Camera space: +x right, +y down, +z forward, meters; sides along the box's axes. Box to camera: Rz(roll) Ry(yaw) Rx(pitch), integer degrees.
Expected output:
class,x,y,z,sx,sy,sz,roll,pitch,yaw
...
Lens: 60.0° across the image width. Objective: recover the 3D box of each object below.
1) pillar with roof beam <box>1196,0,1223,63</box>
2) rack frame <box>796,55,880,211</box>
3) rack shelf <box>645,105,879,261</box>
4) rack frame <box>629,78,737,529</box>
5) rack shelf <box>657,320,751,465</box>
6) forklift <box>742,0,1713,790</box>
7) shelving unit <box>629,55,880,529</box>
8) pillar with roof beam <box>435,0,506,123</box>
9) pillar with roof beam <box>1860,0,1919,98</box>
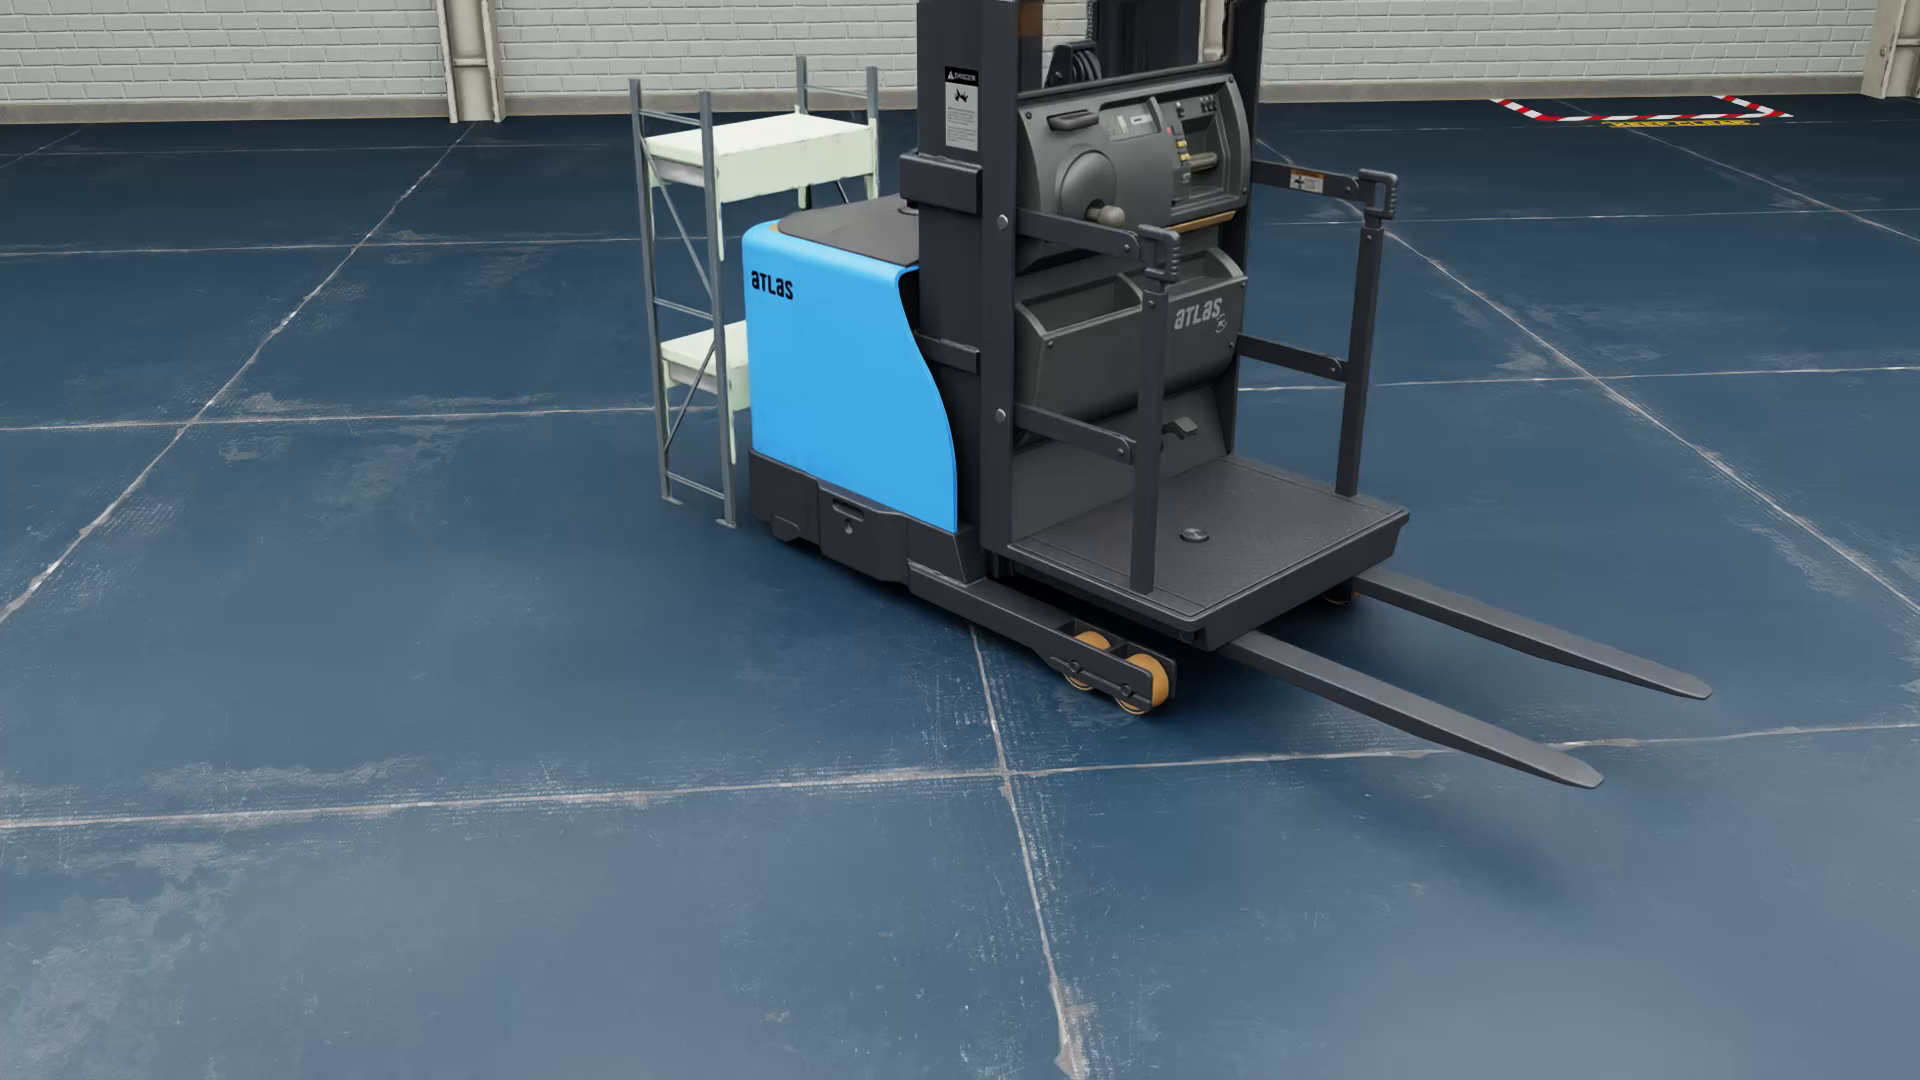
class,x,y,z,sx,sy,sz,roll,pitch,yaw
pillar with roof beam,2.527,-5.995,8.159,0.400,9.000,9.100,-2,24,-5
rack frame,-0.436,-0.999,6.151,0.400,1.500,0.023,21,31,39
rack shelf,-0.687,-1.247,5.749,0.431,0.370,0.720,21,31,39
rack frame,-0.938,-0.782,5.664,0.400,1.500,0.023,21,31,39
rack shelf,-0.687,-0.593,6.040,0.431,0.370,0.720,21,31,39
forklift,0.663,-1.088,4.590,1.130,2.935,3.031,-22,32,-40
shelving unit,-0.687,-0.891,5.907,0.431,1.500,0.755,21,31,39
pillar with roof beam,-3.444,-5.755,7.620,0.400,9.000,9.100,-2,24,-5
pillar with roof beam,8.498,-6.235,8.697,0.400,9.000,9.100,-2,24,-5
